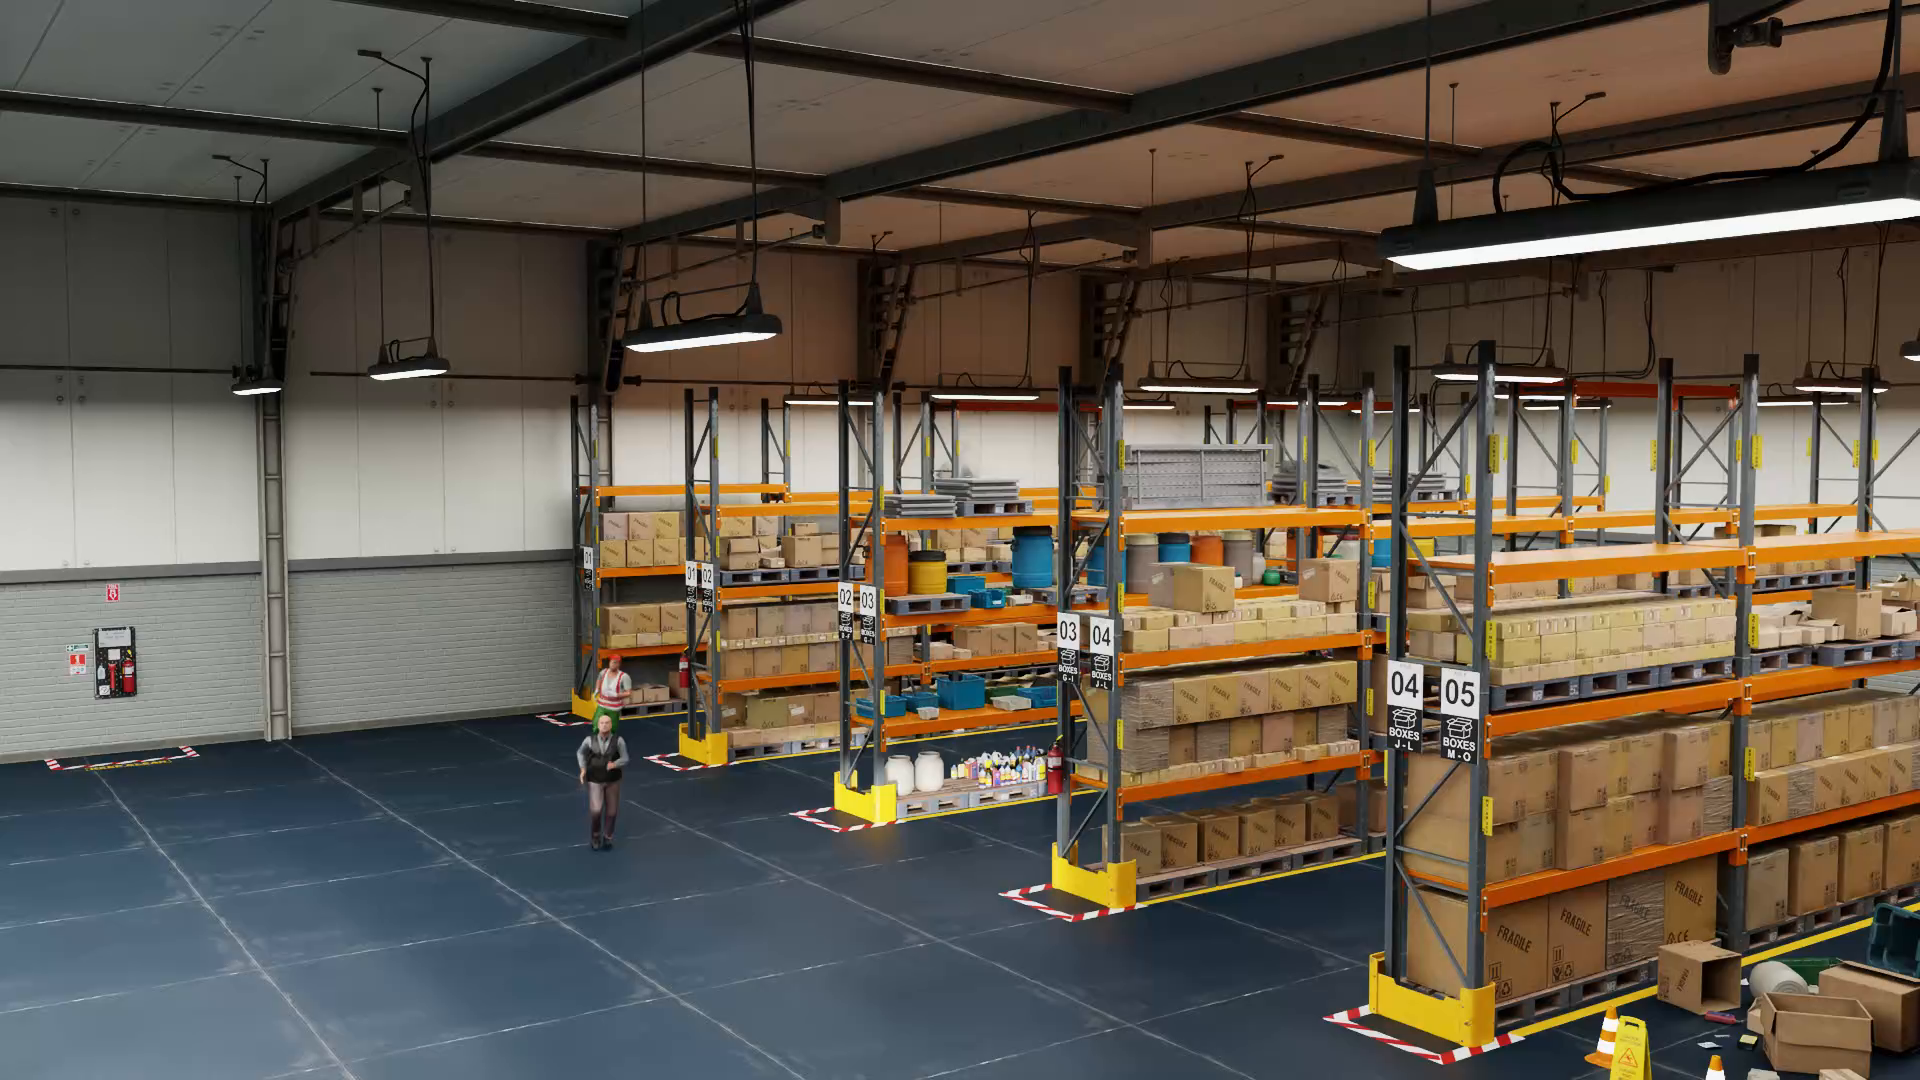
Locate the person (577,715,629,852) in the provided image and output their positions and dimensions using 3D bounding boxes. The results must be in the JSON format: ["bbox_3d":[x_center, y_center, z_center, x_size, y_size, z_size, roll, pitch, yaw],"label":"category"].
[{"bbox_3d":[-4.463,3.051,20.829,0.630,1.700,0.669,-1,4,-15],"label":"person"}]

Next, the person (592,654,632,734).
[{"bbox_3d":[-5.543,2.709,26.533,0.711,1.828,0.718,0,3,5],"label":"person"}]
